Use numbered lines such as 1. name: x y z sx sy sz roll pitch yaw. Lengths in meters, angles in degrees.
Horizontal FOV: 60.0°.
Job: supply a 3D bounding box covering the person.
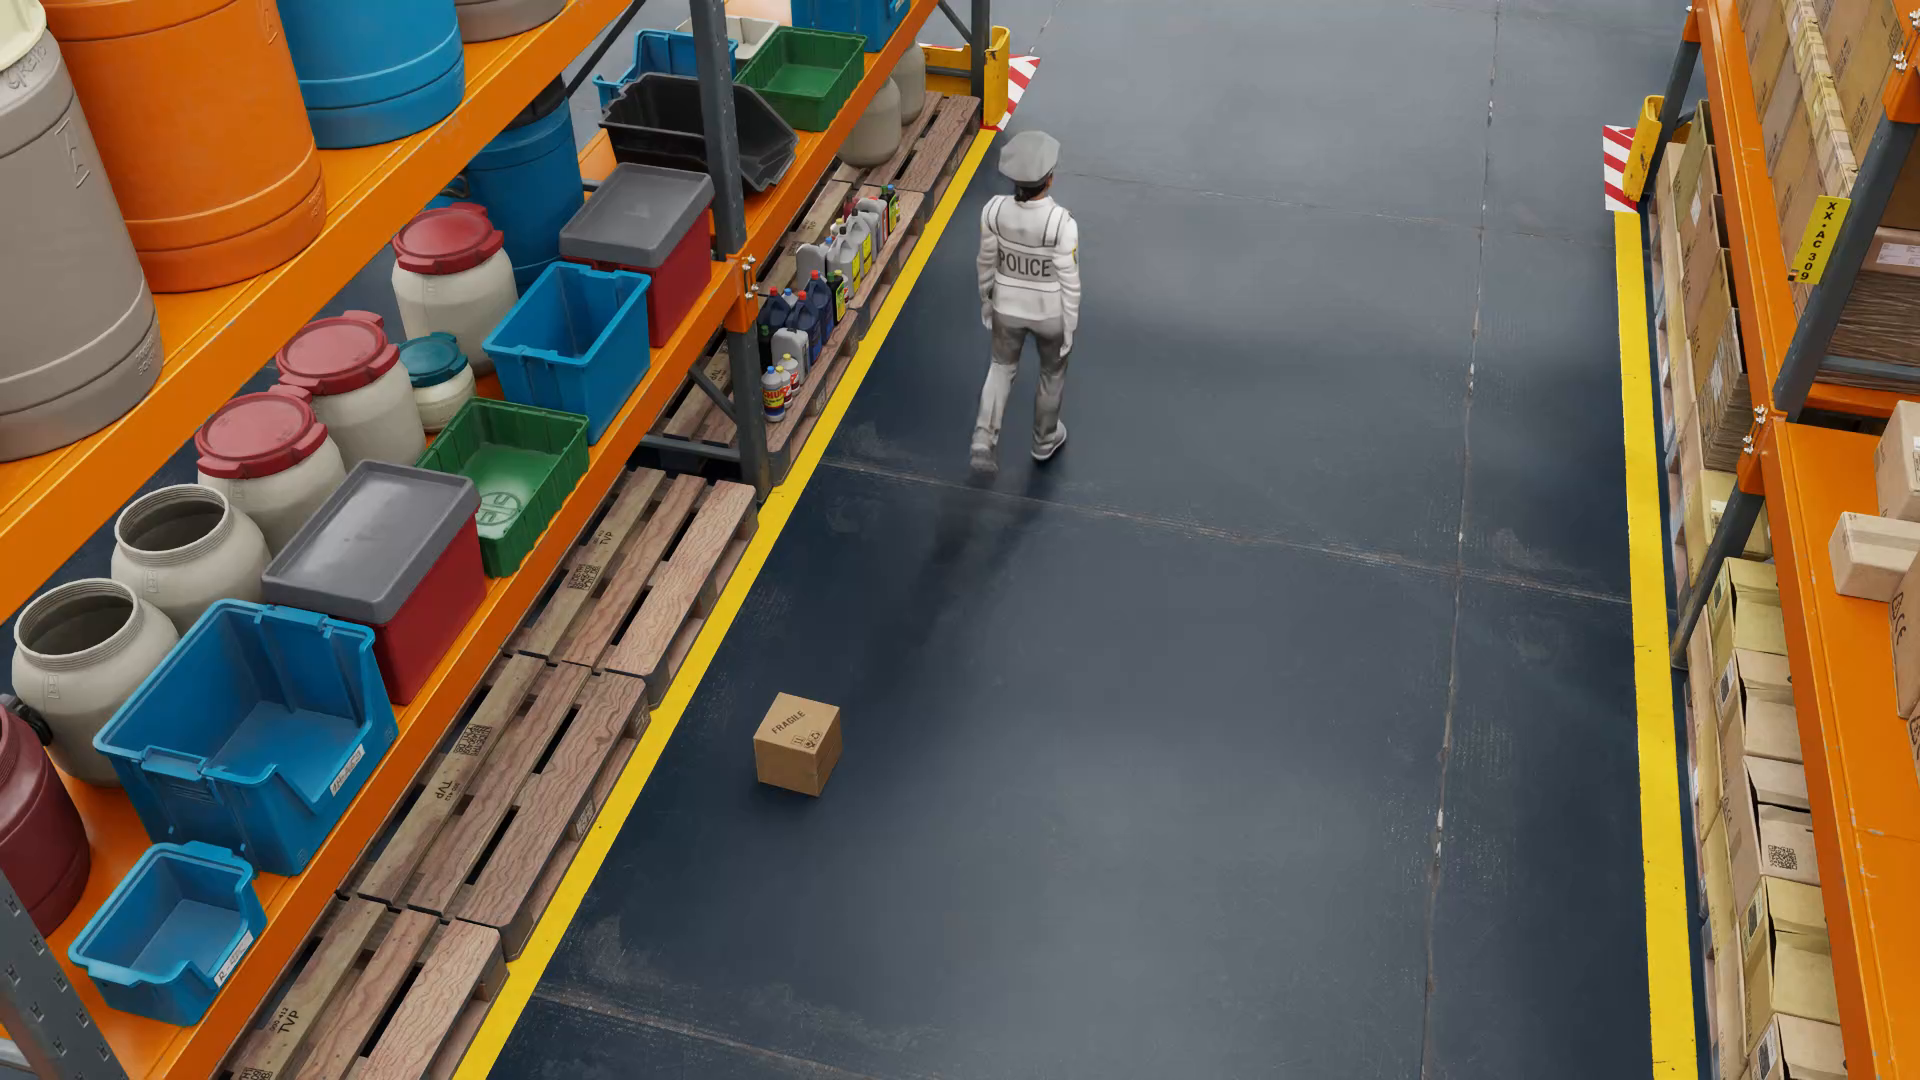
1. person: 0.294 -0.985 7.233 0.479 1.672 0.648 13 43 15
